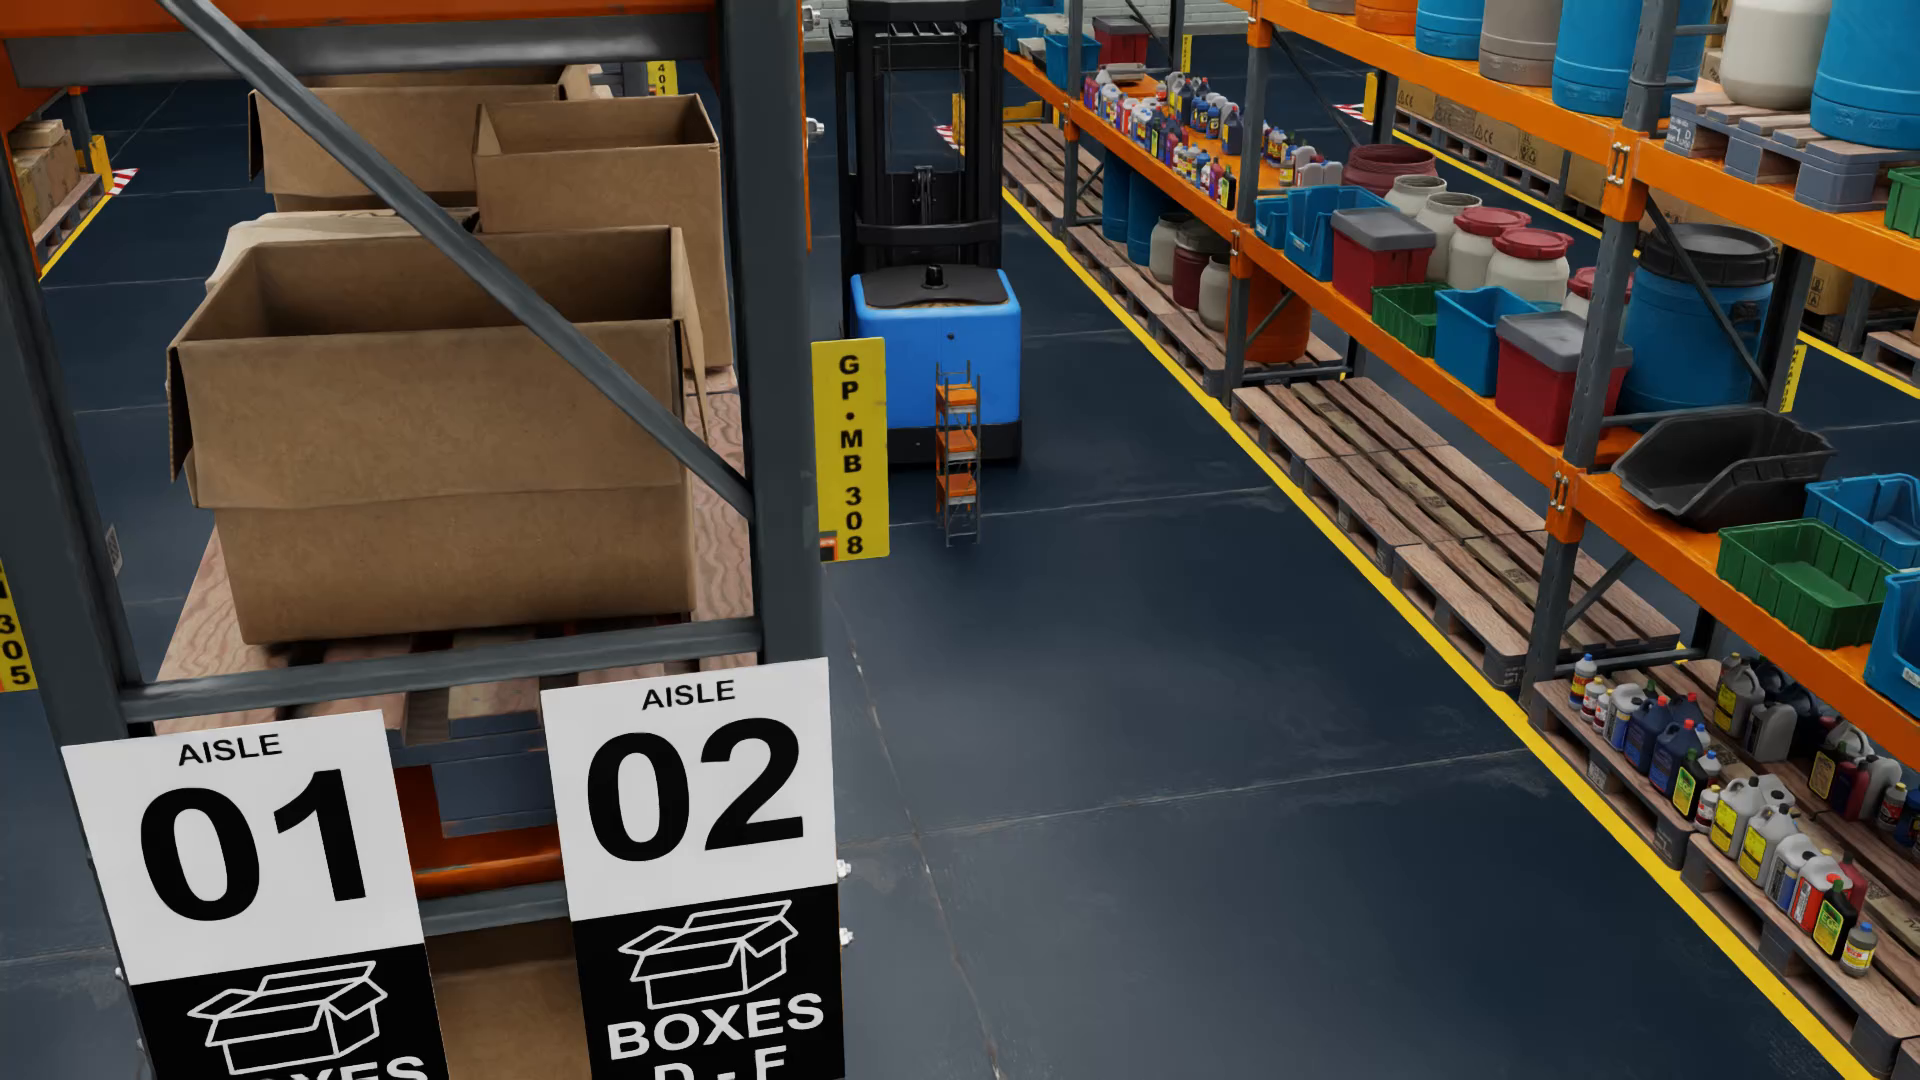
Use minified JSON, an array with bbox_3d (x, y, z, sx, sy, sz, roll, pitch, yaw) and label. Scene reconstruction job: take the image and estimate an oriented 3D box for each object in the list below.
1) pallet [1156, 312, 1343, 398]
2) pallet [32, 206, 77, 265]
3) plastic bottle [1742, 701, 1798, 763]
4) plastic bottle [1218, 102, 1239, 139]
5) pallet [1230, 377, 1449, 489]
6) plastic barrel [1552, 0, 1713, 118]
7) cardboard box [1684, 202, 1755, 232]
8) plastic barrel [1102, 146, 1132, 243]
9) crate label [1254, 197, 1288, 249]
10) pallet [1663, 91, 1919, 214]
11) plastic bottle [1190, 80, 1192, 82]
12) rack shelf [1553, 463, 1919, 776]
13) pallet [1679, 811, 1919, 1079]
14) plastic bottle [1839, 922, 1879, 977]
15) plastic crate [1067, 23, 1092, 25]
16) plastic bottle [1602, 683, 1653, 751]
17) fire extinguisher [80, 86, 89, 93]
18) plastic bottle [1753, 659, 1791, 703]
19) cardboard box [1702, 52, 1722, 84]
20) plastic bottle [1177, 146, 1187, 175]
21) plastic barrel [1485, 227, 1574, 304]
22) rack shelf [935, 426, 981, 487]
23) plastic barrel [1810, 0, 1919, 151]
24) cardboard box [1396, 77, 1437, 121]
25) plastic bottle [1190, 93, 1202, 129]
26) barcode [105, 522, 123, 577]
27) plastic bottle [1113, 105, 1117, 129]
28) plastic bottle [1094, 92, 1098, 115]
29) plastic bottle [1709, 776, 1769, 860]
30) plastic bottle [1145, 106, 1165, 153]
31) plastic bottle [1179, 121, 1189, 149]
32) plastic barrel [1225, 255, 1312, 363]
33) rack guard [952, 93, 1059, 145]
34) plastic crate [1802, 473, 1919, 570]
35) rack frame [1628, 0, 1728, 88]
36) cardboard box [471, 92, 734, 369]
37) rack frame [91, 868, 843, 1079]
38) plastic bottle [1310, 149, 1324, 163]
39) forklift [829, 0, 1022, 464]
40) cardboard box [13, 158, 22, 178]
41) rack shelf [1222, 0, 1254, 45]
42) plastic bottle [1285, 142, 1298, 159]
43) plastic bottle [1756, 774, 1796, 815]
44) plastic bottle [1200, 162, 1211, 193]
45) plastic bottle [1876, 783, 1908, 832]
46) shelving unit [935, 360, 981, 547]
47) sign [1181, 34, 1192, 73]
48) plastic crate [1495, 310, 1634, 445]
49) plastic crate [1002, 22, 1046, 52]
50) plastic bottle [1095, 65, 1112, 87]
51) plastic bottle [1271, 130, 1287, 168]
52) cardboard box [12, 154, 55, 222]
[{"bbox_3d":[2.115,-1.411,12.311,1.003,0.211,1.213,-6,27,-12],"label":"pallet"},{"bbox_3d":[-8.594,-2.697,14.860,1.003,0.211,1.213,-6,27,-12],"label":"pallet"},{"bbox_3d":[3.565,0.826,7.320,0.152,0.276,0.135,-6,27,-12],"label":"plastic bottle"},{"bbox_3d":[2.114,-3.331,13.159,0.152,0.276,0.135,-6,27,-12],"label":"plastic bottle"},{"bbox_3d":[2.470,-0.725,10.952,1.003,0.211,1.213,-6,27,-12],"label":"pallet"},{"bbox_3d":[2.908,-2.322,7.136,0.600,0.901,0.708,-6,27,-12],"label":"plastic barrel"},{"bbox_3d":[6.830,-2.753,13.767,1.225,0.875,0.875,-6,27,-11],"label":"cardboard box"},{"bbox_3d":[1.538,-3.080,14.386,0.600,0.901,0.708,-6,27,-12],"label":"plastic barrel"},{"bbox_3d":[2.063,-2.016,10.601,0.303,0.233,0.416,-6,27,-12],"label":"crate label"},{"bbox_3d":[3.492,-1.506,6.285,1.213,0.211,1.003,-6,27,-12],"label":"pallet"},{"bbox_3d":[1.918,-3.714,13.917,0.152,0.276,0.135,-6,27,-12],"label":"plastic bottle"},{"bbox_3d":[3.685,0.641,5.949,1.077,0.370,4.000,-6,27,-12],"label":"rack shelf"},{"bbox_3d":[3.624,1.523,6.499,1.003,0.211,1.213,-6,27,-12],"label":"pallet"},{"bbox_3d":[3.295,1.489,6.088,0.097,0.201,0.097,0,27,0],"label":"plastic bottle"},{"bbox_3d":[1.243,-4.902,16.253,0.416,0.233,0.300,-6,27,-12],"label":"plastic crate"},{"bbox_3d":[2.979,0.785,7.400,0.152,0.276,0.135,-5,27,-10],"label":"plastic bottle"},{"bbox_3d":[-8.706,-4.732,16.296,0.296,0.674,0.183,-6,27,-12],"label":"fire extinguisher"},{"bbox_3d":[3.660,0.682,7.522,0.144,0.351,0.185,-7,28,-13],"label":"plastic bottle"},{"bbox_3d":[6.465,-3.723,13.687,0.500,0.500,0.500,-5,27,-11],"label":"cardboard box"},{"bbox_3d":[1.634,-2.770,12.129,0.097,0.201,0.097,0,27,0],"label":"plastic bottle"},{"bbox_3d":[3.067,-1.383,9.010,0.433,0.535,0.433,0,27,0],"label":"plastic barrel"},{"bbox_3d":[-0.012,-0.483,9.565,0.215,0.259,0.240,-6,27,-12],"label":"rack shelf"},{"bbox_3d":[3.355,-1.860,5.755,0.600,0.901,0.708,-6,27,-12],"label":"plastic barrel"},{"bbox_3d":[5.578,-5.295,18.803,0.875,0.875,0.875,-6,27,-12],"label":"cardboard box"},{"bbox_3d":[1.914,-3.469,13.438,0.097,0.271,0.097,0,27,0],"label":"plastic bottle"},{"bbox_3d":[-1.229,0.018,2.412,0.001,0.075,0.075,-6,27,-12],"label":"barcode"},{"bbox_3d":[1.291,-3.439,13.456,0.097,0.201,0.097,0,27,0],"label":"plastic bottle"},{"bbox_3d":[1.172,-3.669,13.911,0.097,0.201,0.097,0,27,0],"label":"plastic bottle"},{"bbox_3d":[3.150,1.094,6.704,0.144,0.351,0.185,-6,27,-12],"label":"plastic bottle"},{"bbox_3d":[1.502,-3.142,12.700,0.144,0.351,0.185,-6,27,-12],"label":"plastic bottle"},{"bbox_3d":[1.668,-2.993,12.481,0.061,0.283,0.133,-6,27,-12],"label":"plastic bottle"},{"bbox_3d":[2.206,-1.745,11.822,0.600,0.830,0.708,-6,27,-12],"label":"plastic barrel"},{"bbox_3d":[0.512,-4.719,18.545,1.175,0.500,0.348,-6,27,-12],"label":"rack guard"},{"bbox_3d":[3.748,-0.033,6.652,0.499,0.251,0.616,-6,27,-12],"label":"plastic crate"},{"bbox_3d":[3.235,-3.236,6.174,1.000,3.000,0.127,-6,27,-12],"label":"rack frame"},{"bbox_3d":[-0.799,-0.691,3.729,0.500,0.500,0.500,-6,27,-12],"label":"cardboard box"},{"bbox_3d":[-0.691,1.700,3.054,1.000,3.000,0.127,-6,27,-12],"label":"rack frame"},{"bbox_3d":[2.521,-2.633,11.768,0.061,0.283,0.133,-6,27,-12],"label":"plastic bottle"},{"bbox_3d":[-0.292,-2.422,11.296,1.130,2.935,3.031,-3,27,-6],"label":"forklift"},{"bbox_3d":[-8.306,-3.162,14.273,0.380,0.149,0.250,-7,28,-13],"label":"cardboard box"},{"bbox_3d":[1.882,-4.210,12.231,1.077,0.370,4.000,-6,27,-12],"label":"rack shelf"},{"bbox_3d":[2.388,-2.730,11.972,0.097,0.271,0.097,0,27,0],"label":"plastic bottle"},{"bbox_3d":[3.289,1.102,6.773,0.152,0.276,0.135,-6,27,-12],"label":"plastic bottle"},{"bbox_3d":[1.744,-2.556,11.705,0.097,0.201,0.097,0,27,0],"label":"plastic bottle"},{"bbox_3d":[3.863,1.095,6.868,0.097,0.201,0.097,0,27,0],"label":"plastic bottle"},{"bbox_3d":[-0.012,-0.492,9.560,0.215,1.050,0.252,-6,27,-12],"label":"shelving unit"},{"bbox_3d":[1.968,-4.248,14.531,0.100,0.325,0.005,-6,27,-12],"label":"sign"},{"bbox_3d":[2.827,-0.768,7.871,0.402,0.464,0.583,-6,27,-12],"label":"plastic crate"},{"bbox_3d":[0.629,-4.926,16.300,0.416,0.233,0.300,-6,27,-12],"label":"plastic crate"},{"bbox_3d":[1.204,-3.843,14.089,0.144,0.351,0.185,-6,27,-12],"label":"plastic bottle"},{"bbox_3d":[2.365,-2.896,12.301,0.097,0.271,0.097,0,27,0],"label":"plastic bottle"},{"bbox_3d":[-8.640,-3.154,14.977,0.700,0.500,0.500,-7,28,-13],"label":"cardboard box"}]
